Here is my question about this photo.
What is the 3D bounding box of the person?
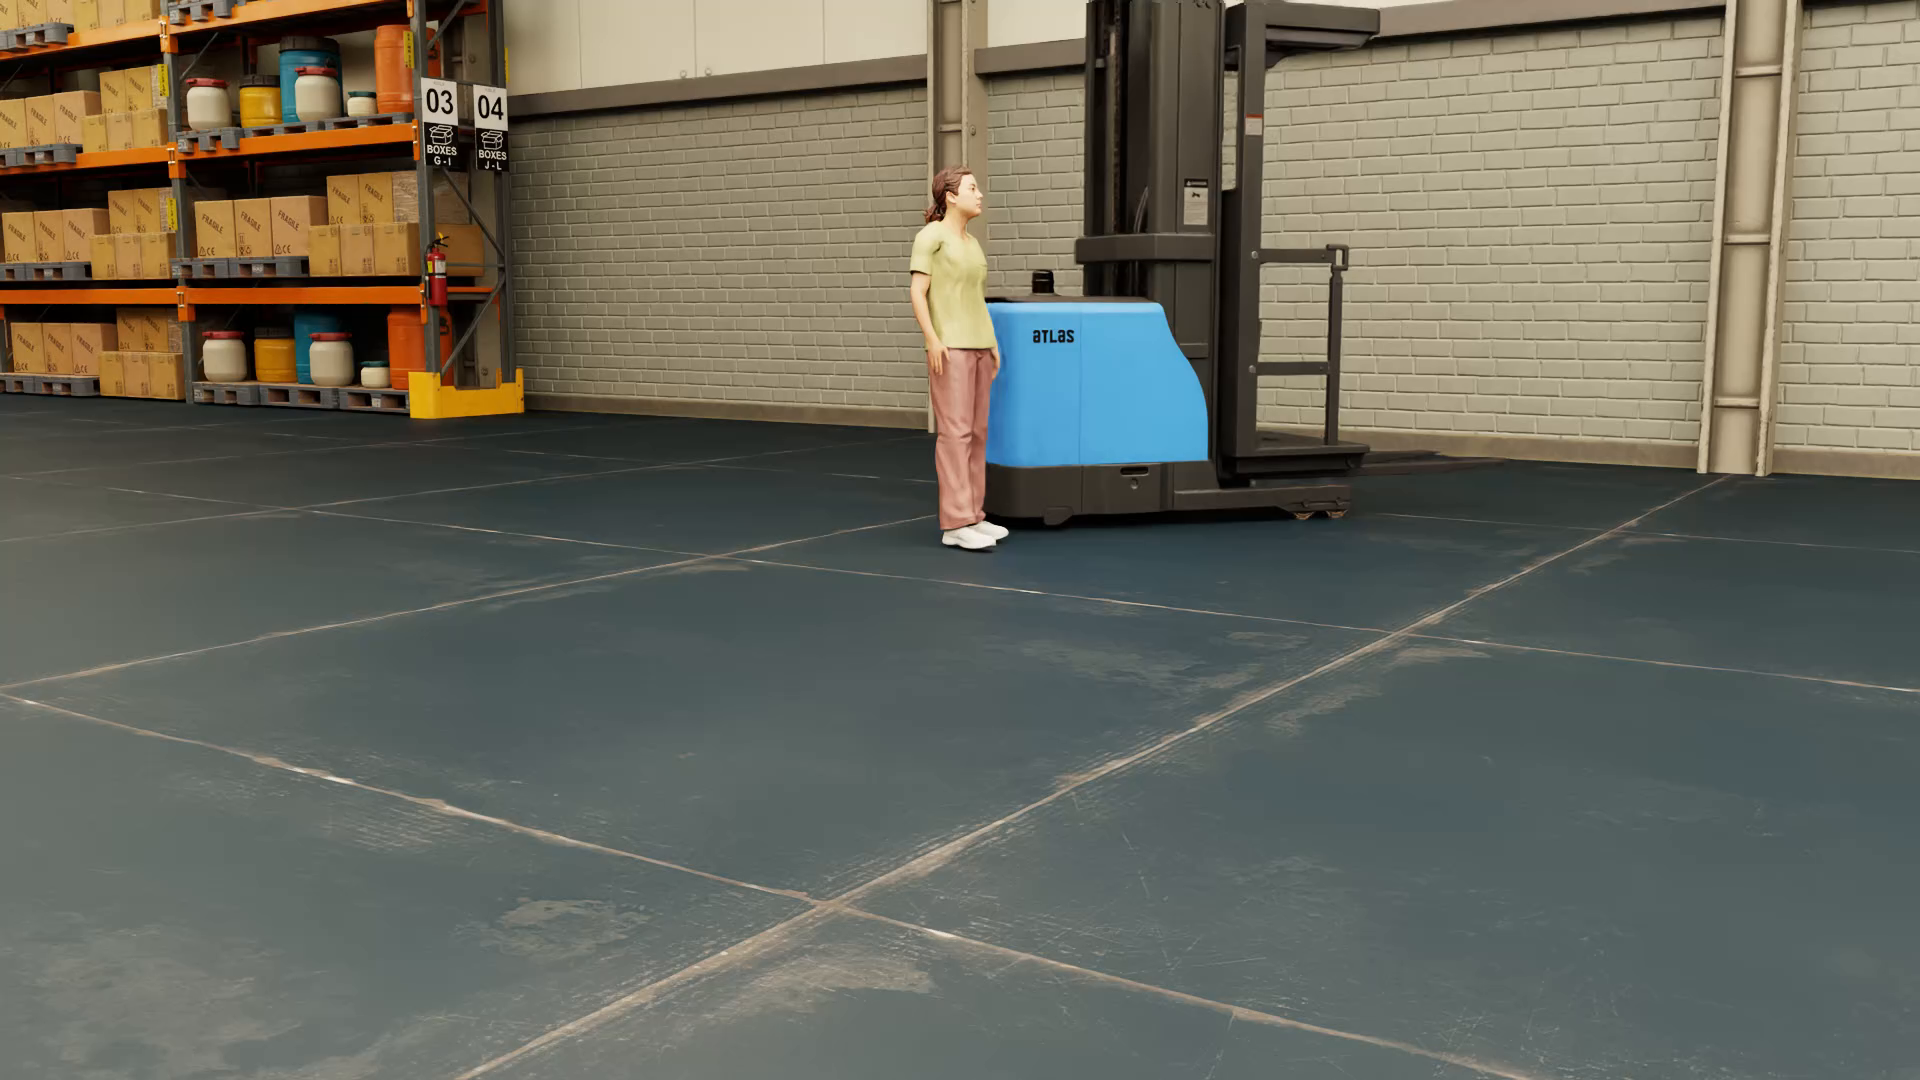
[{"bbox_3d":[0.055,-0.830,7.434,0.548,1.673,0.553,5,10,34],"label":"person"}]

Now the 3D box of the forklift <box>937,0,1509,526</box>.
[{"bbox_3d":[1.452,-1.625,8.618,3.031,2.935,1.130,-3,9,-21],"label":"forklift"}]
